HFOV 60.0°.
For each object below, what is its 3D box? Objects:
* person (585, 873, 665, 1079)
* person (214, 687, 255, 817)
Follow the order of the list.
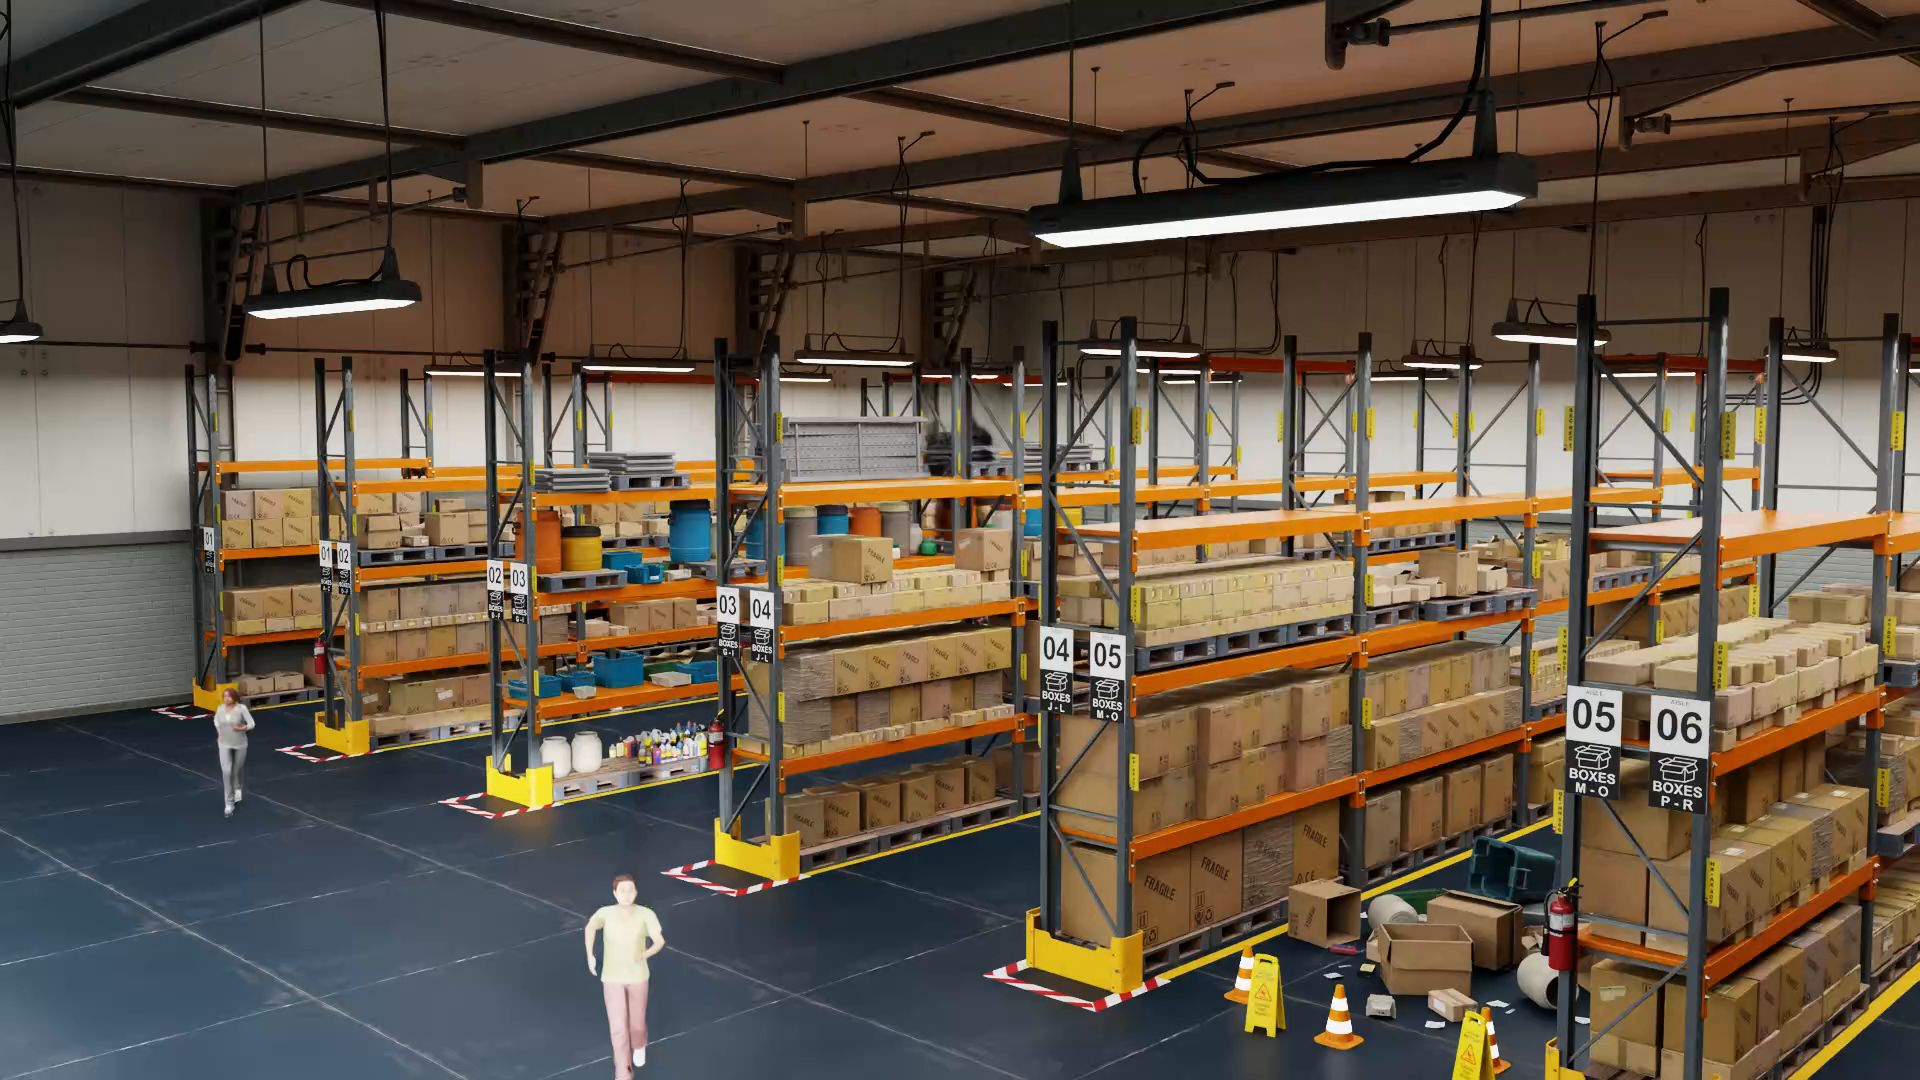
[{"bbox_3d":[-2.545,3.350,12.650,0.597,1.638,0.977,-1,4,-11],"label":"person"},{"bbox_3d":[-9.427,2.709,21.619,0.520,1.624,0.810,-1,5,-16],"label":"person"}]
